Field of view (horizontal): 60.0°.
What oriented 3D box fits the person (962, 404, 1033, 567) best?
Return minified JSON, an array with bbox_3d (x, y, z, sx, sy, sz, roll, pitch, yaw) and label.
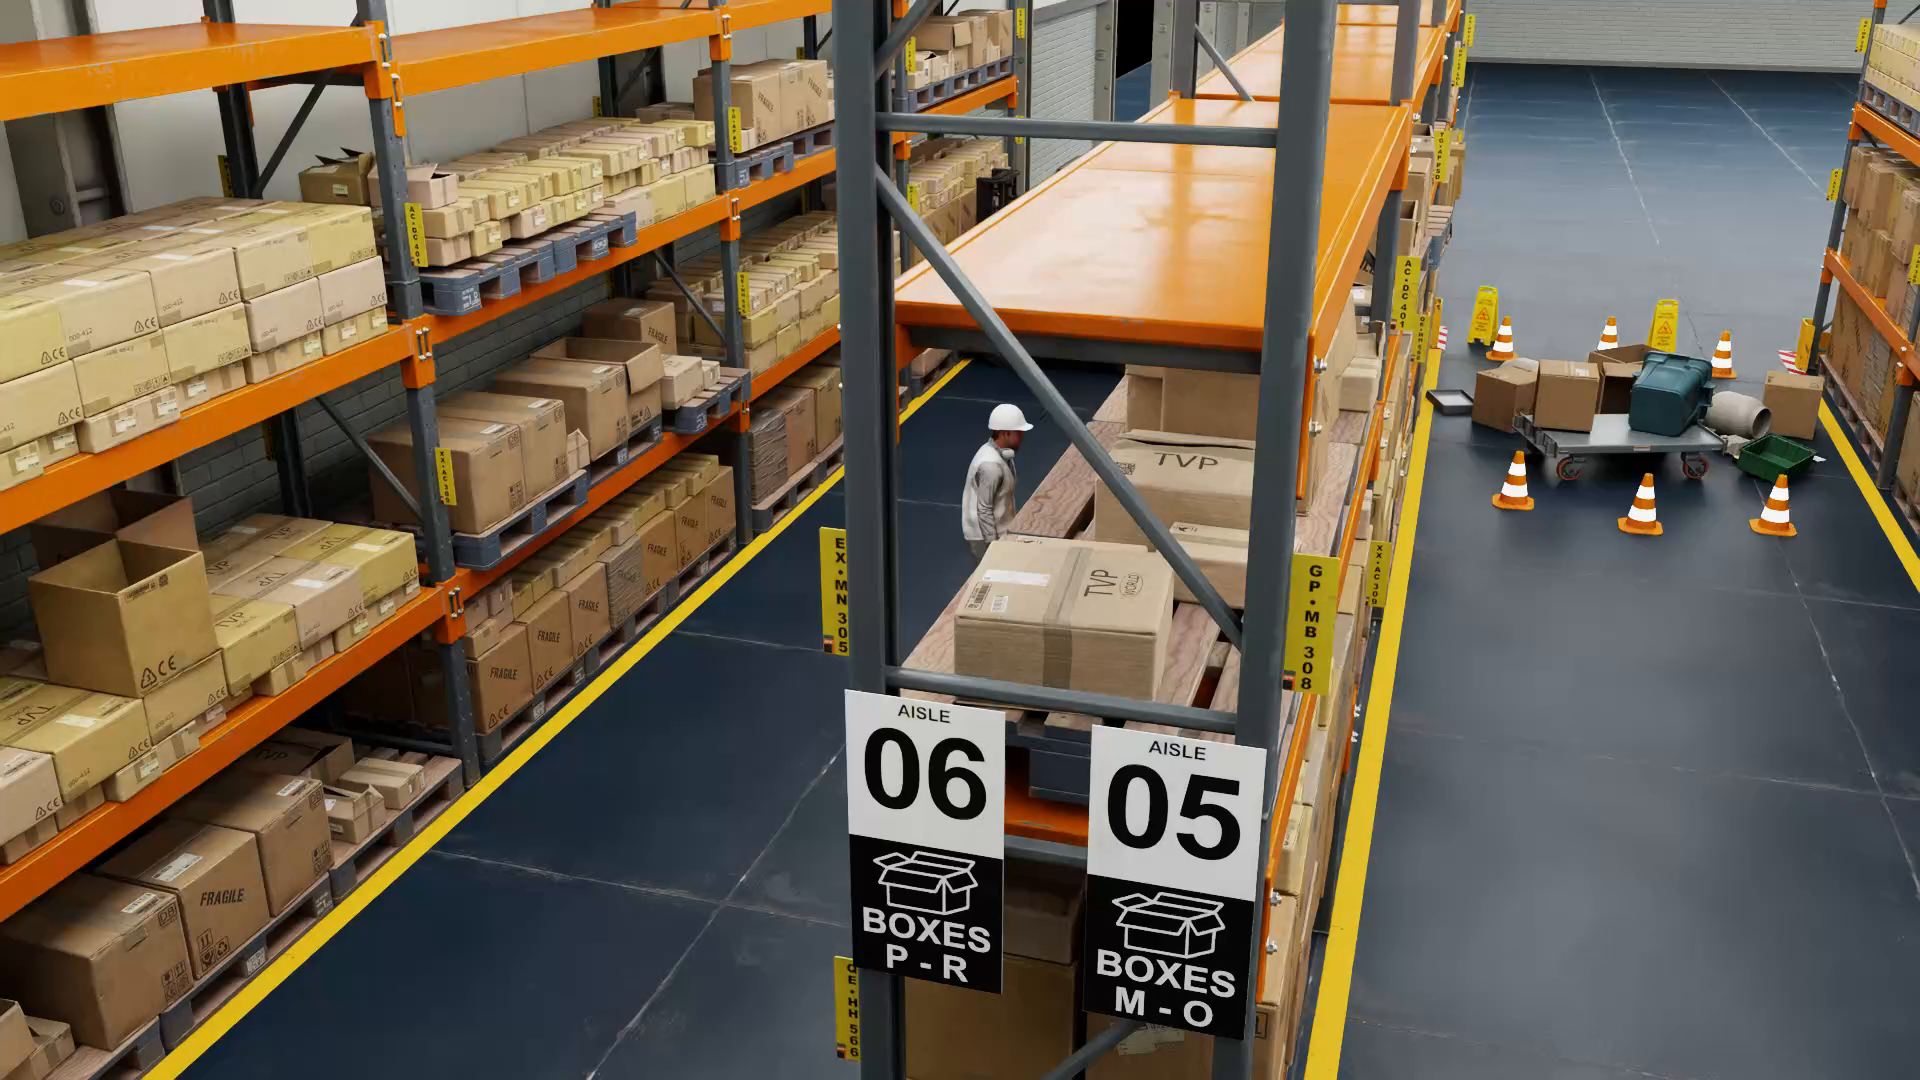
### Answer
[{"bbox_3d":[0.253,-0.056,11.190,0.469,1.772,0.594,5,22,13],"label":"person"}]
